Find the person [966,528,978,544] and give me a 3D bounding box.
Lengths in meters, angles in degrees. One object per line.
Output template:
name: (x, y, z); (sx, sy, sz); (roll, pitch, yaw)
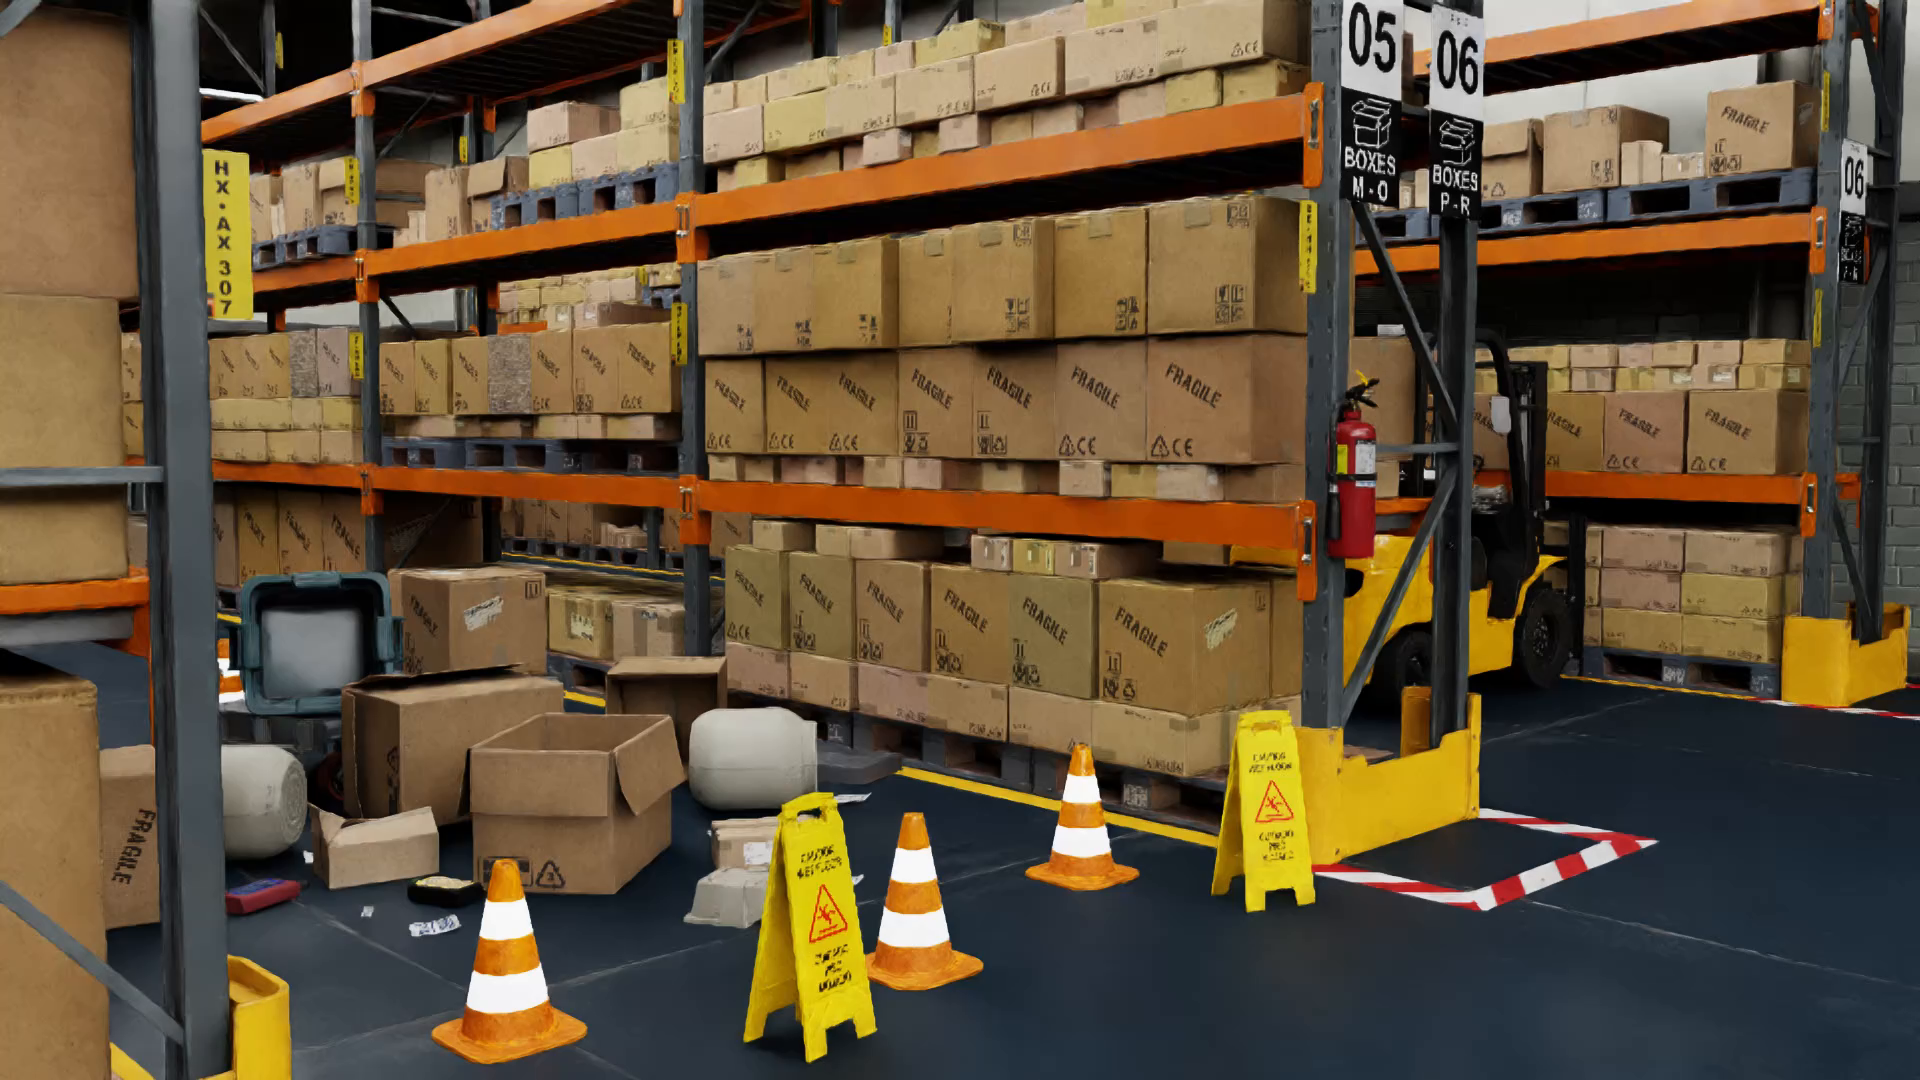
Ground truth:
person: (-0.055, -0.416, 11.875); (0.319, 1.024, 0.563); (-3, 5, -39)
